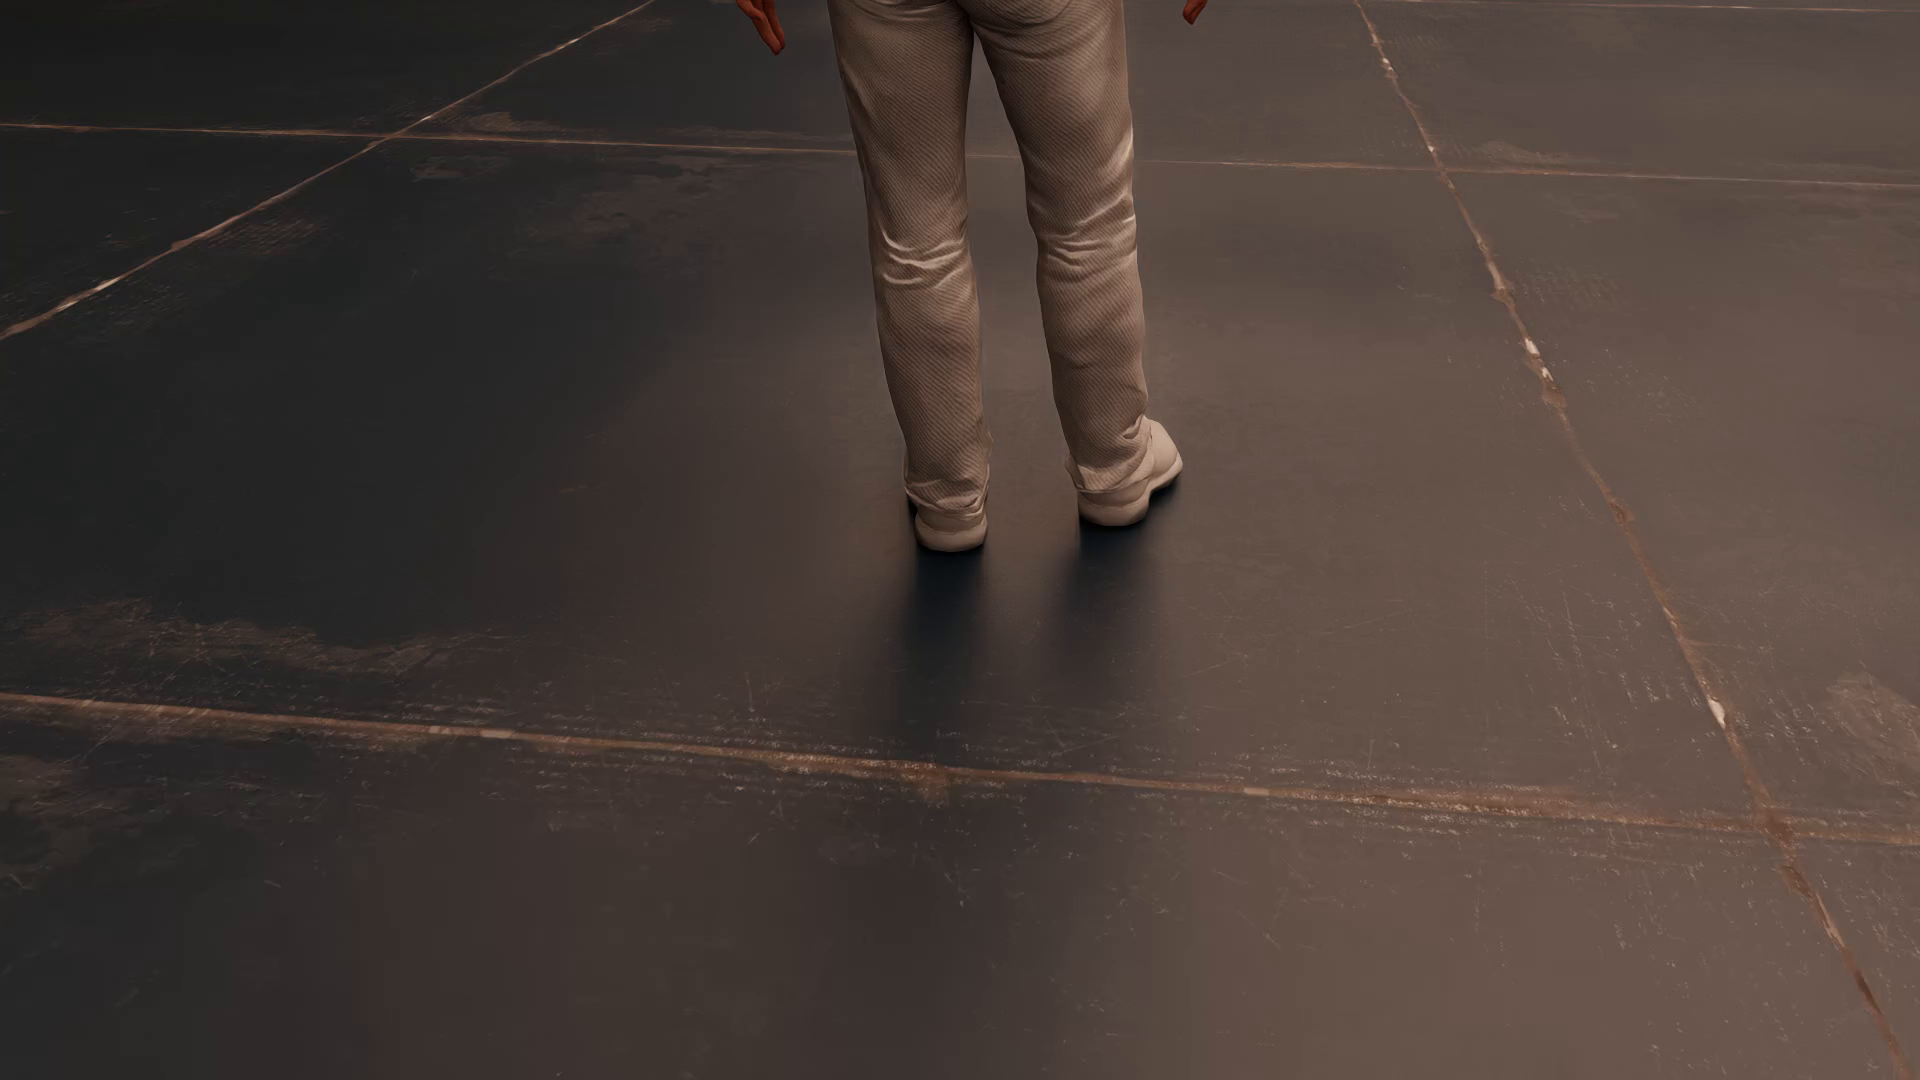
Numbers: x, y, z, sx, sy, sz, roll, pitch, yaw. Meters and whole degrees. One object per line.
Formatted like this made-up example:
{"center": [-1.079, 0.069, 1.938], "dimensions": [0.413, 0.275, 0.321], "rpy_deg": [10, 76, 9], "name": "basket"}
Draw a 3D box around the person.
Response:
{"center": [0.016, -0.827, 2.163], "dimensions": [0.665, 1.765, 0.577], "rpy_deg": [3, 27, 7], "name": "person"}
